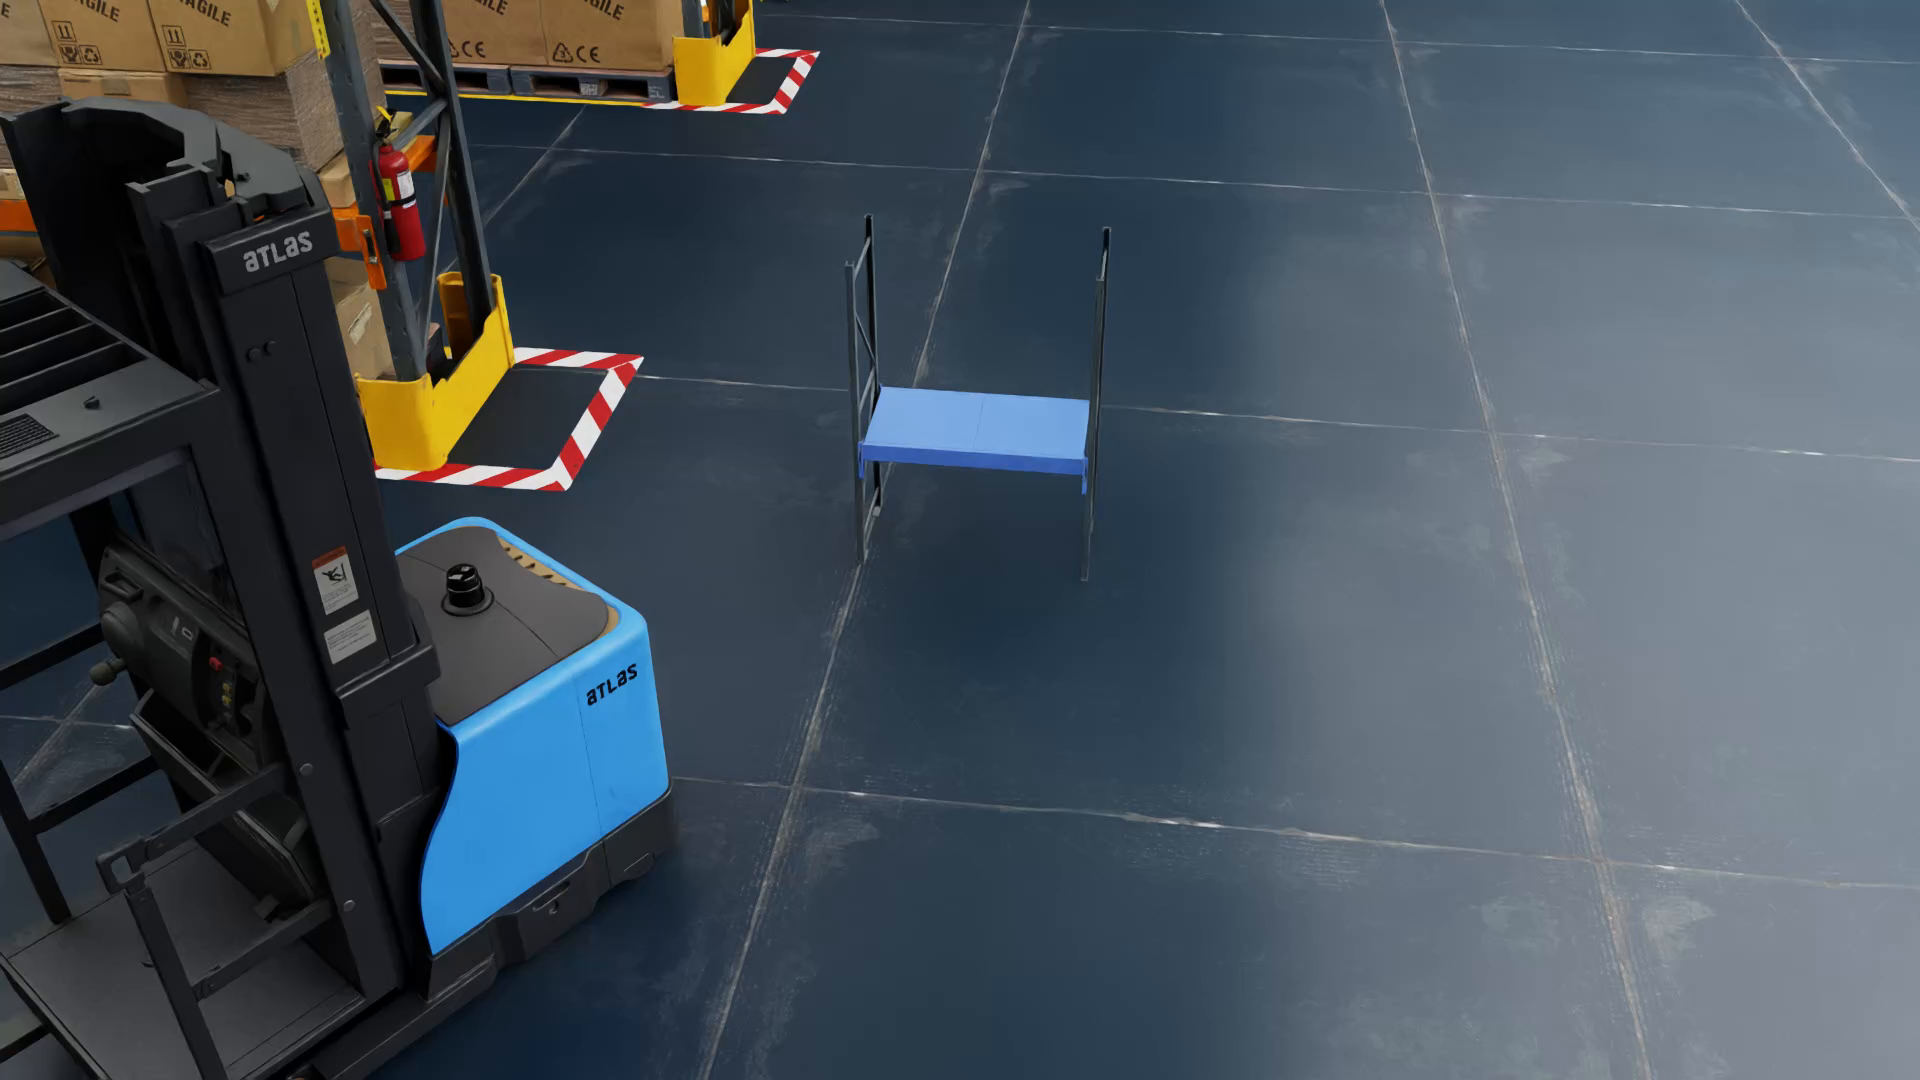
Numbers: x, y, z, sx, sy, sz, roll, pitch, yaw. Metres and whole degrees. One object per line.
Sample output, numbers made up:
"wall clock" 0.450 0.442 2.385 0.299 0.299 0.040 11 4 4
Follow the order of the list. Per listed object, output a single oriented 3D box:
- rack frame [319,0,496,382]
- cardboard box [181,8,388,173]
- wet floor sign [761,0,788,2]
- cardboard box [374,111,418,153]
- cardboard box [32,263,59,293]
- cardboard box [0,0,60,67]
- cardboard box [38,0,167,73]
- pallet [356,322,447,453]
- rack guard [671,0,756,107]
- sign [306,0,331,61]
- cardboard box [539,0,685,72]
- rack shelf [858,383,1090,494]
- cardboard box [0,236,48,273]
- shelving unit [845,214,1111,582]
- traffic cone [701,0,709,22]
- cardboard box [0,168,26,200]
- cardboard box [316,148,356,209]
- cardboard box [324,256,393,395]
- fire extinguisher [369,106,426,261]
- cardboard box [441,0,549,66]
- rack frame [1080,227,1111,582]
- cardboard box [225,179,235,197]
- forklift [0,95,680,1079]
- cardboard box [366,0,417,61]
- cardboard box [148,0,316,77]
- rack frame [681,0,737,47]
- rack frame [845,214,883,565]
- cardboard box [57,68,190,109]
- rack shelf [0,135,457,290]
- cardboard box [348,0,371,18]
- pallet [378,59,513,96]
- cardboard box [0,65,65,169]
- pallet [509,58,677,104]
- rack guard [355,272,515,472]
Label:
"rack frame" -2.600 -1.899 7.829 0.127 3.000 1.000 4 36 6
"cardboard box" -3.142 -2.118 7.793 0.500 0.500 0.875 4 36 6
"wet floor sign" -1.587 -4.930 14.102 0.232 0.644 0.267 -2 36 -2
"cardboard box" -2.853 -1.955 8.124 0.250 0.149 0.380 4 36 6
"cardboard box" -4.433 -1.190 8.626 0.500 0.500 0.500 7 36 10
"cardboard box" -4.170 -2.438 7.382 0.500 0.500 0.500 4 36 6
"cardboard box" -3.674 -2.400 7.328 0.500 0.500 0.500 4 36 6
"pallet" -3.477 -0.850 8.760 1.213 0.211 1.003 4 36 6
"rack guard" -1.844 -3.730 12.547 0.348 0.500 1.175 4 36 6
"sign" -2.691 -2.181 6.955 0.005 0.325 0.100 4 36 6
"cardboard box" -2.549 -4.068 12.335 0.875 0.875 0.875 4 36 6
"rack shelf" 0.085 -0.458 7.410 1.000 0.185 0.538 4 36 6
"cardboard box" -4.981 -1.257 8.720 0.500 0.500 0.500 1 36 2
"shelving unit" 0.085 -0.604 7.305 1.048 1.500 0.538 4 36 6
"traffic cone" -2.214 -4.575 13.761 0.334 0.463 0.336 4 36 6
"cardboard box" -4.410 -1.750 7.836 0.250 0.149 0.380 4 36 6
"cardboard box" -2.909 -1.699 7.765 0.250 0.149 0.380 4 36 6
"cardboard box" -3.218 -1.109 8.511 0.500 0.500 0.500 11 37 15
"fire extinguisher" -2.545 -1.594 7.468 0.183 0.674 0.296 4 36 6
"cardboard box" -3.422 -4.132 12.425 0.875 0.875 0.875 4 36 5
"rack frame" 0.589 -0.567 7.253 0.032 1.500 0.500 4 36 6
"cardboard box" -3.412 -1.707 7.776 0.250 0.149 0.380 4 36 6
"forklift" -2.377 0.401 4.665 1.130 2.935 3.031 27 43 32
"cardboard box" -4.326 -4.200 12.521 0.875 0.875 0.875 5 36 6
"cardboard box" -3.177 -2.366 7.281 0.500 0.500 0.500 4 36 6
"rack frame" -1.868 -4.750 11.823 0.127 3.000 1.000 4 36 6
"rack frame" -0.420 -0.642 7.358 0.032 1.500 0.500 4 36 6
"cardboard box" -3.654 -2.085 7.748 0.500 0.500 0.875 4 36 6
"rack shelf" -4.584 -1.754 8.245 4.000 0.370 1.077 4 36 6
"cardboard box" -3.111 -2.666 7.700 0.500 0.500 0.500 4 36 6
"pallet" -3.878 -3.720 12.781 1.213 0.211 1.003 4 36 6
"cardboard box" -4.144 -2.147 7.834 0.500 0.500 0.875 4 36 6
"pallet" -2.671 -3.629 12.653 1.213 0.211 1.003 4 36 6
"rack guard" -2.676 -0.887 8.563 0.348 0.500 1.175 4 36 6
